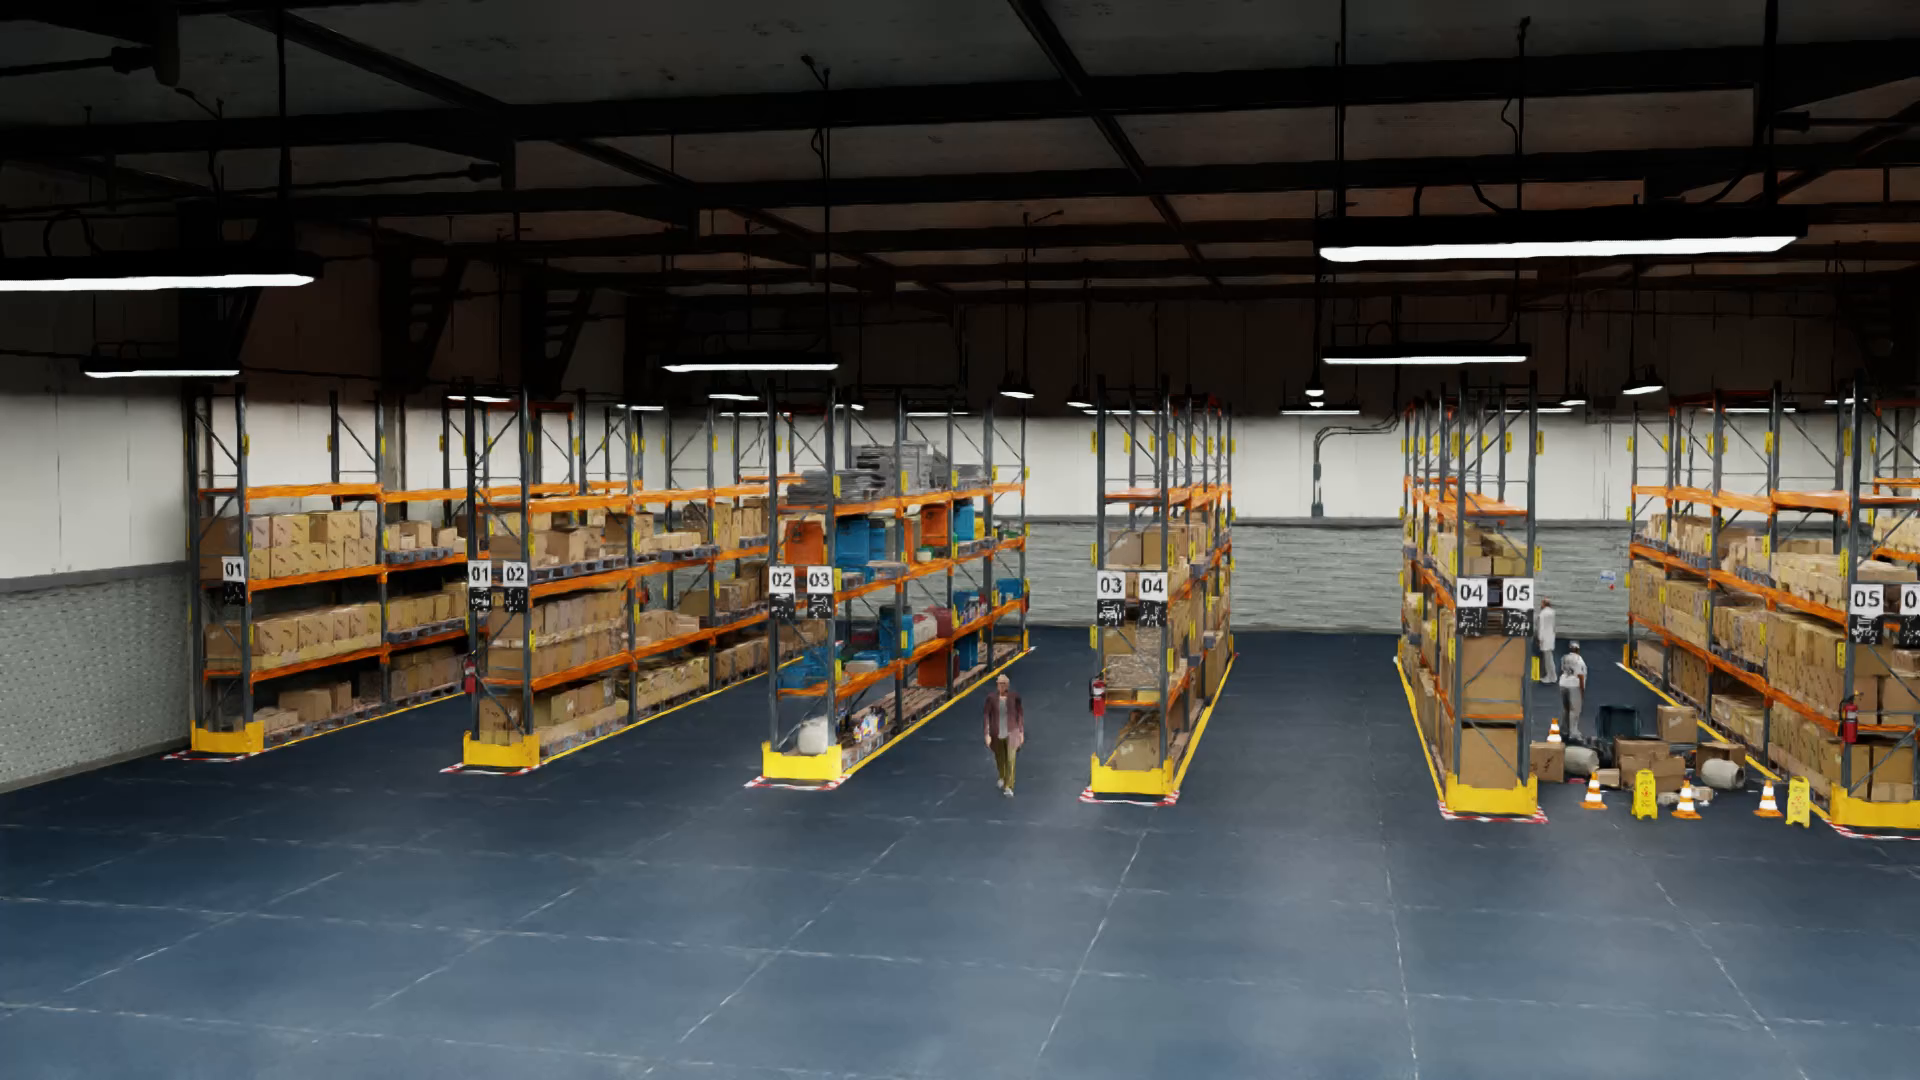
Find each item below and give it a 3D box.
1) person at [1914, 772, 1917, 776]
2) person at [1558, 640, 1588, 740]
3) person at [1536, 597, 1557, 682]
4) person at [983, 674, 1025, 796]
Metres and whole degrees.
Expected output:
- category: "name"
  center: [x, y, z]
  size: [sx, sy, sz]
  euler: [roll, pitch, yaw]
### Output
- category: "person"
  center: [14.451, 2.778, 24.717]
  size: [0.449, 1.599, 0.467]
  euler: [3, 5, 44]
- category: "person"
  center: [10.465, 2.541, 28.337]
  size: [0.449, 1.668, 0.530]
  euler: [-1, 3, -18]
- category: "person"
  center: [12.348, 2.085, 35.176]
  size: [0.647, 1.773, 0.691]
  euler: [2, 4, 35]
- category: "person"
  center: [0.613, 2.766, 23.822]
  size: [0.601, 1.696, 1.164]
  euler: [1, 3, 11]
